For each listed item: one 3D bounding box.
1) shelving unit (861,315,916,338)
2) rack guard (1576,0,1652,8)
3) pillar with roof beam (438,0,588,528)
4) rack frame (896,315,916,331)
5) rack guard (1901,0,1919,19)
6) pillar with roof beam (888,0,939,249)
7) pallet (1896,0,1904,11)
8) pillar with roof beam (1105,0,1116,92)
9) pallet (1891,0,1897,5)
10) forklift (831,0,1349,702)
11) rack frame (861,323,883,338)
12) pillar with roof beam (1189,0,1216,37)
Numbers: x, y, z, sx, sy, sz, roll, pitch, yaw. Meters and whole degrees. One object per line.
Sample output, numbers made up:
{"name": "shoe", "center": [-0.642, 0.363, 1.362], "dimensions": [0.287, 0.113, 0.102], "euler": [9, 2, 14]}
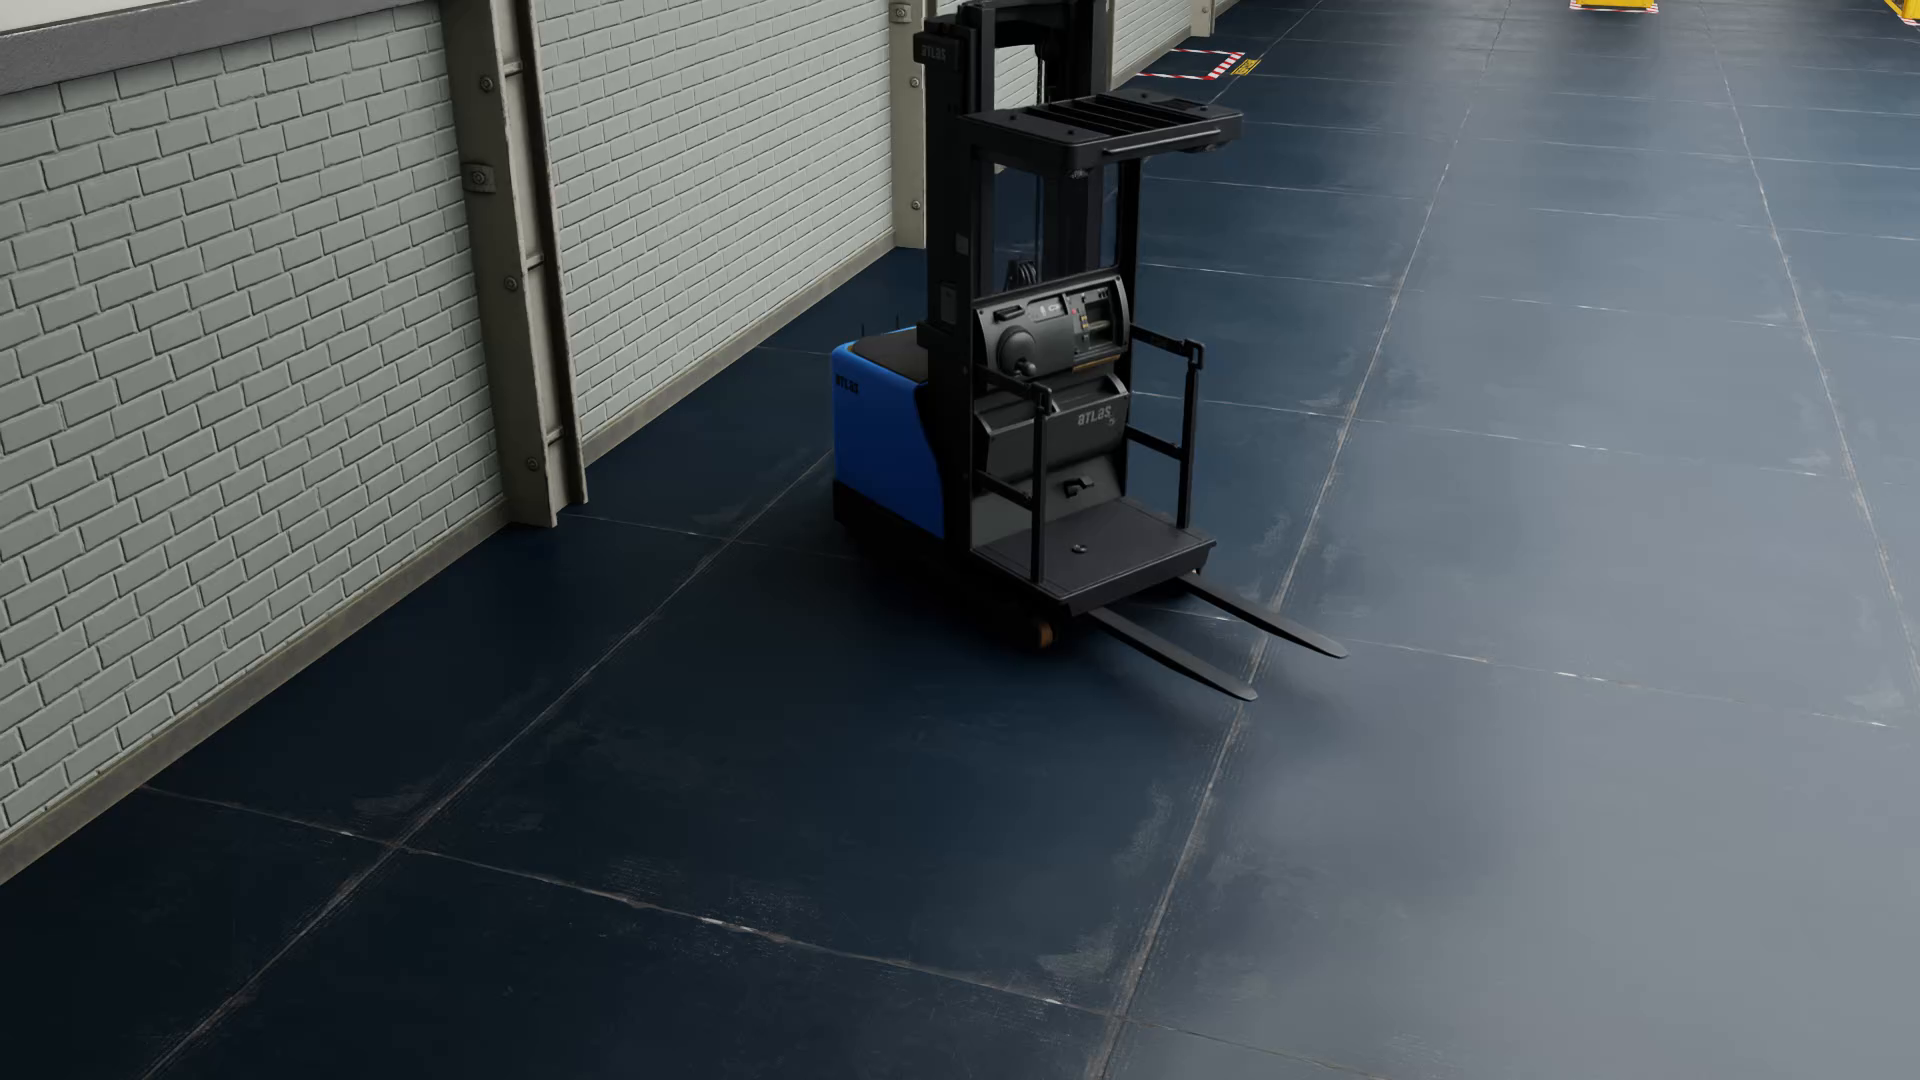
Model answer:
{"name": "shelving unit", "center": [-0.395, -0.744, 9.582], "dimensions": [0.252, 1.050, 0.215], "euler": [-19, 32, -34]}
{"name": "rack guard", "center": [10.852, -9.120, 27.512], "dimensions": [1.175, 0.500, 0.348], "euler": [9, 27, 17]}
{"name": "pillar with roof beam", "center": [1.678, -3.598, 6.355], "dimensions": [9.100, 9.000, 0.400], "euler": [9, 27, 17]}
{"name": "rack frame", "center": [-0.299, -0.777, 9.650], "dimensions": [0.008, 1.050, 0.200], "euler": [-19, 32, -34]}
{"name": "rack guard", "center": [15.511, -8.448, 26.124], "dimensions": [1.175, 0.500, 0.348], "euler": [9, 27, 17]}
{"name": "pillar with roof beam", "center": [3.674, -6.064, 11.447], "dimensions": [9.100, 9.000, 0.400], "euler": [9, 27, 17]}
{"name": "pallet", "center": [15.786, -8.651, 26.875], "dimensions": [1.003, 0.211, 1.213], "euler": [9, 27, 17]}
{"name": "pillar with roof beam", "center": [5.671, -8.529, 16.540], "dimensions": [9.100, 9.000, 0.400], "euler": [9, 27, 17]}
{"name": "pallet", "center": [16.194, -9.151, 27.907], "dimensions": [1.003, 0.211, 1.213], "euler": [9, 27, 17]}
{"name": "forklift", "center": [0.595, -1.021, 7.996], "dimensions": [1.130, 2.935, 3.031], "euler": [-19, 32, -34]}
{"name": "rack frame", "center": [-0.491, -0.711, 9.514], "dimensions": [0.008, 1.050, 0.200], "euler": [-19, 32, -34]}
{"name": "pillar with roof beam", "center": [7.668, -10.995, 21.632], "dimensions": [9.100, 9.000, 0.400], "euler": [9, 27, 17]}
